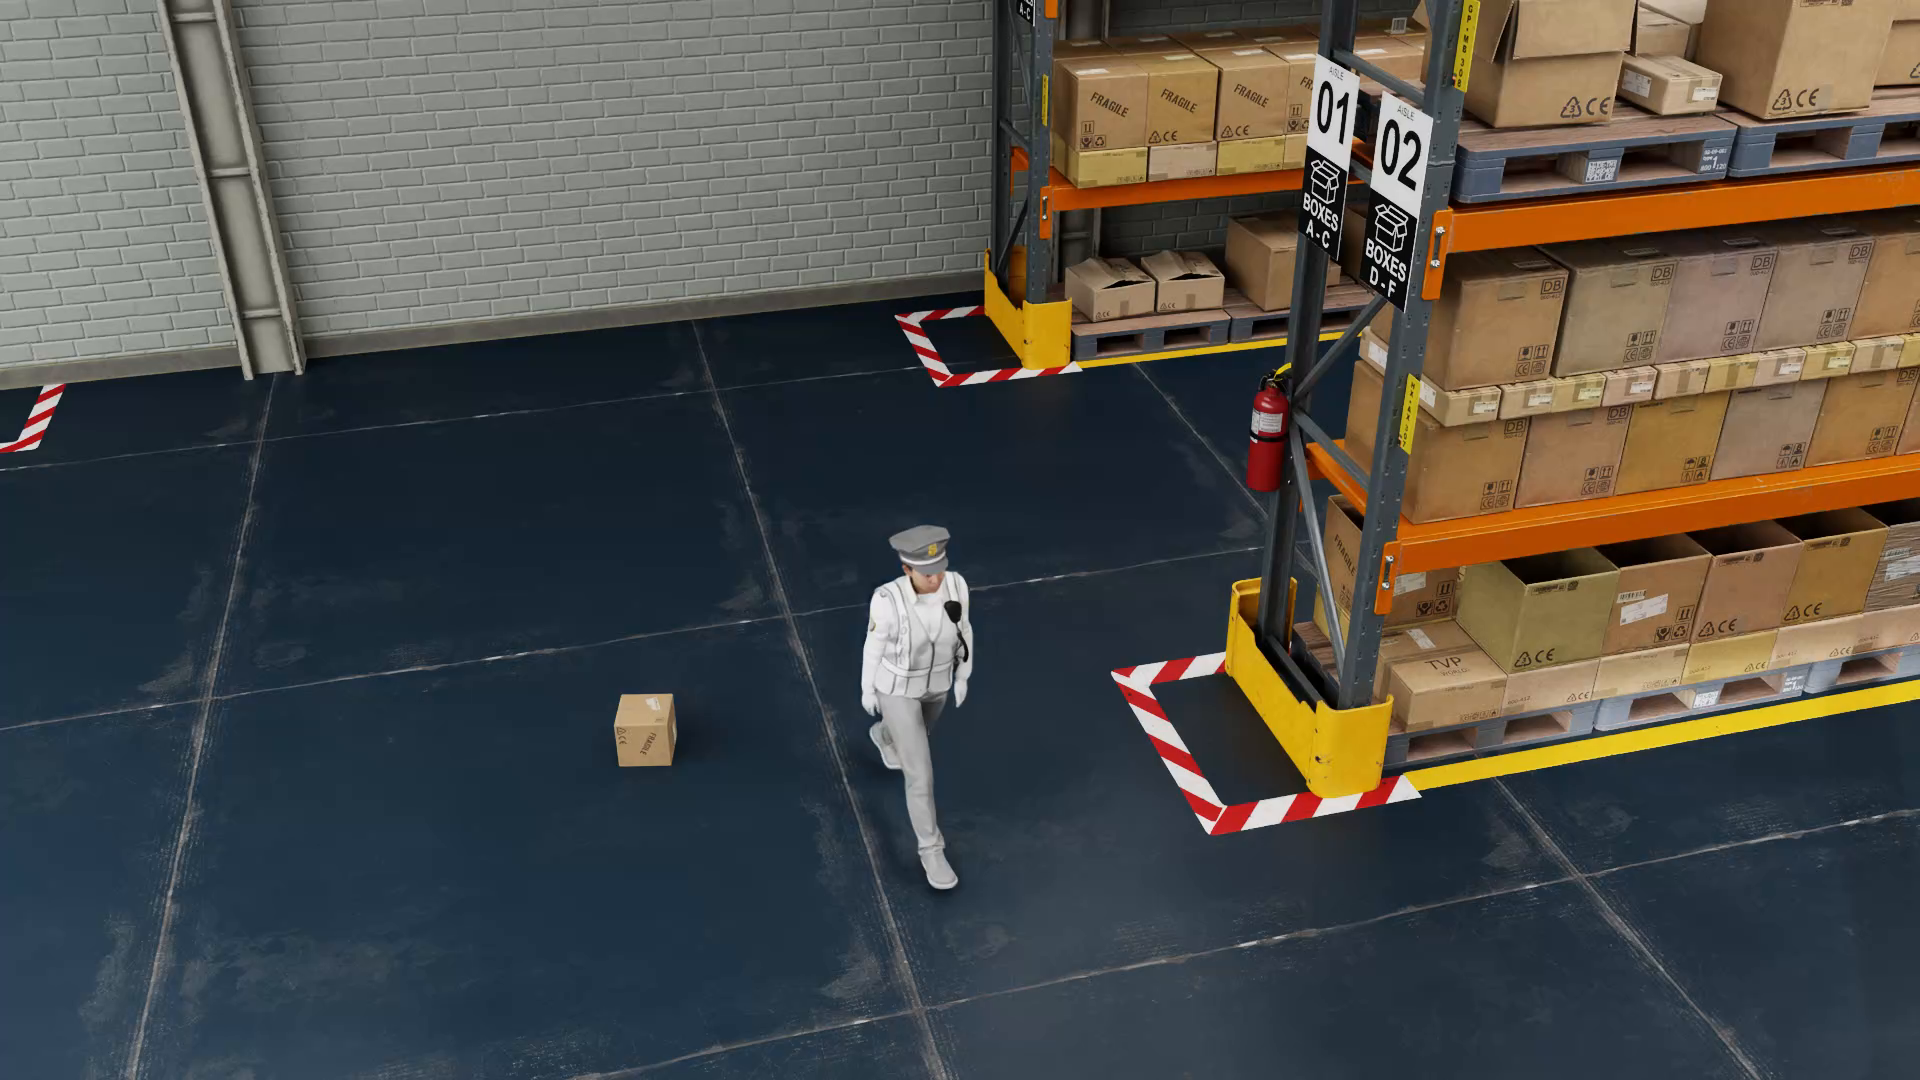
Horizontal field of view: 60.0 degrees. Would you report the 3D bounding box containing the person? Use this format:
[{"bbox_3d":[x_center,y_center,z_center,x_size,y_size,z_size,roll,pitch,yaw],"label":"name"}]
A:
[{"bbox_3d":[-0.193,0.589,7.248,0.487,1.611,1.050,-16,34,-26],"label":"person"}]
